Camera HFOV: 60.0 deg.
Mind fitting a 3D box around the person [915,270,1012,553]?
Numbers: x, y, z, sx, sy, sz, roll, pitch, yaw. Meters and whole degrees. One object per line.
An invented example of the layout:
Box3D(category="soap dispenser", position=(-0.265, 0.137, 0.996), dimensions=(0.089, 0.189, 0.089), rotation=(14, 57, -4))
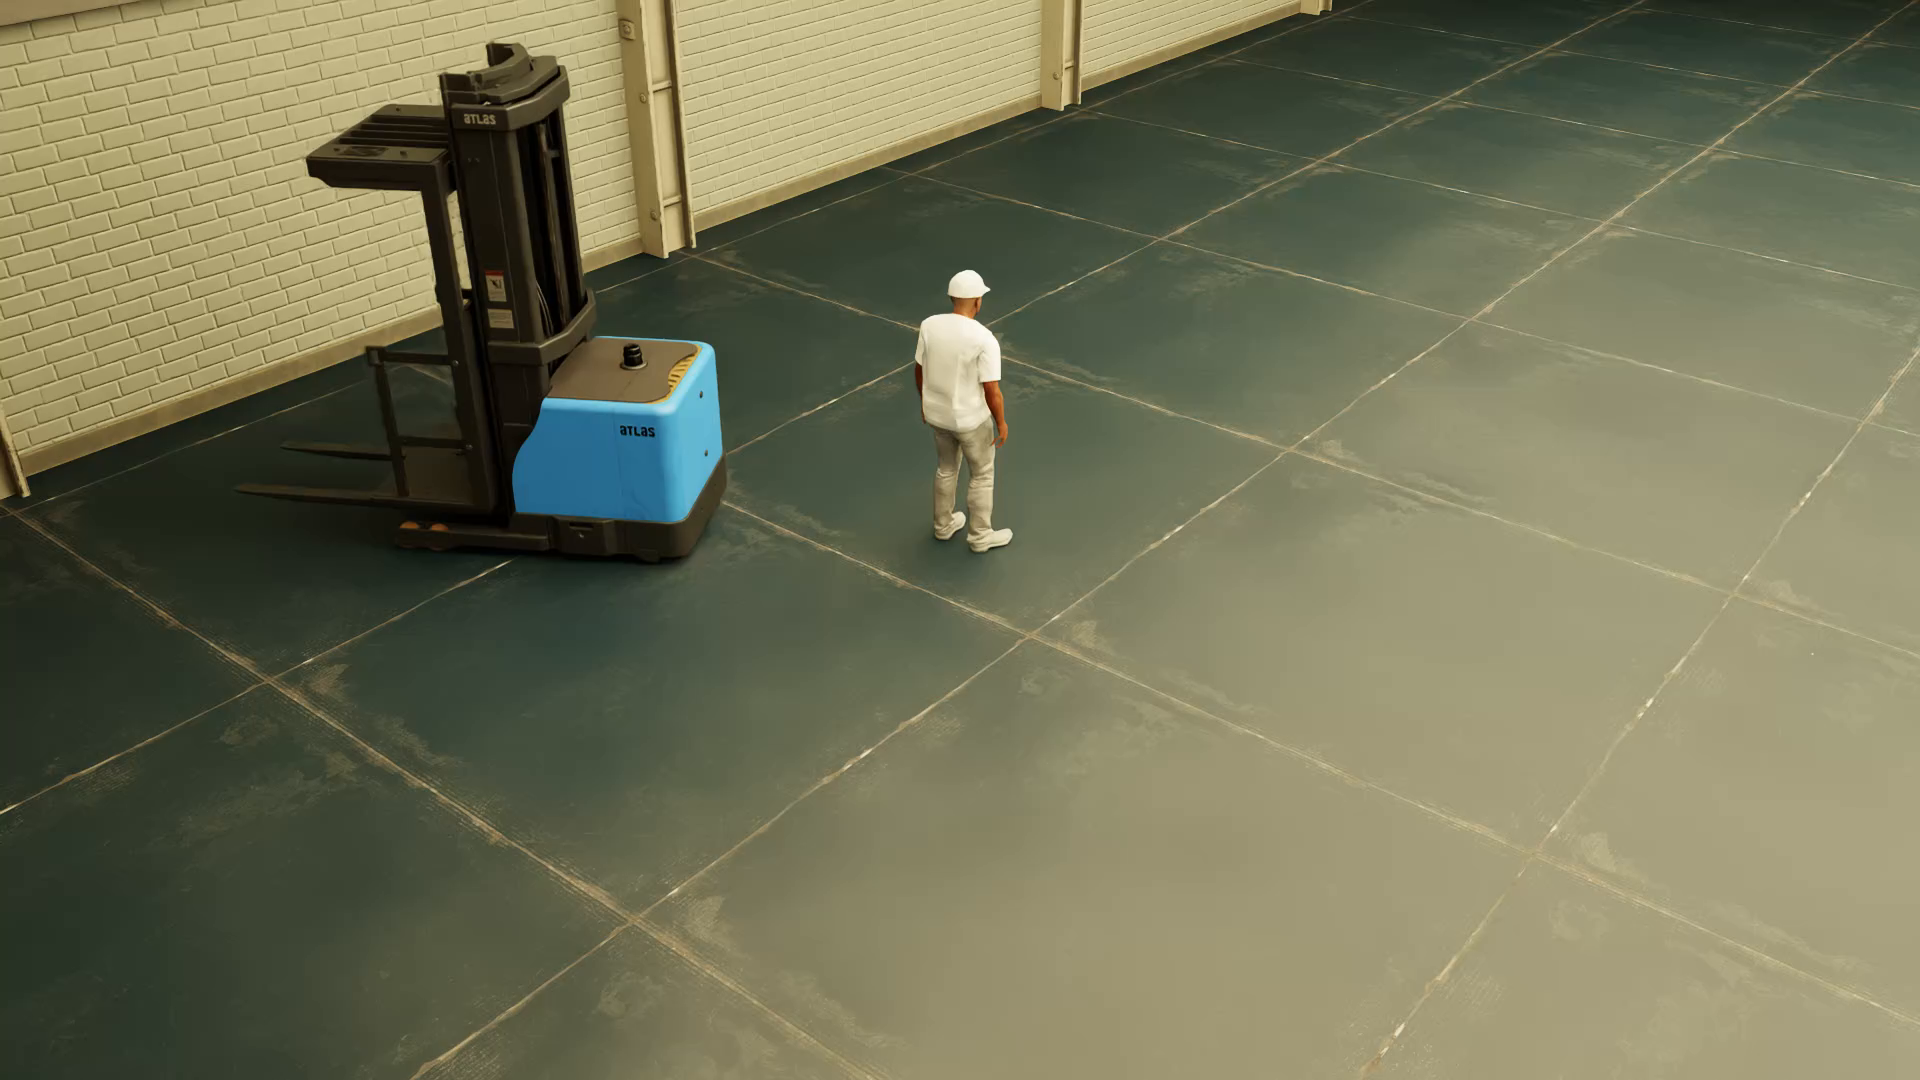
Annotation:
Box3D(category="person", position=(0.019, -0.776, 10.088), dimensions=(0.626, 1.760, 0.460), rotation=(21, 36, 31))

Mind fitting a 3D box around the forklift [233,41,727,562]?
Box3D(category="forklift", position=(-3.095, -1.455, 10.085), dimensions=(3.031, 2.935, 1.130), rotation=(4, 31, 7))
